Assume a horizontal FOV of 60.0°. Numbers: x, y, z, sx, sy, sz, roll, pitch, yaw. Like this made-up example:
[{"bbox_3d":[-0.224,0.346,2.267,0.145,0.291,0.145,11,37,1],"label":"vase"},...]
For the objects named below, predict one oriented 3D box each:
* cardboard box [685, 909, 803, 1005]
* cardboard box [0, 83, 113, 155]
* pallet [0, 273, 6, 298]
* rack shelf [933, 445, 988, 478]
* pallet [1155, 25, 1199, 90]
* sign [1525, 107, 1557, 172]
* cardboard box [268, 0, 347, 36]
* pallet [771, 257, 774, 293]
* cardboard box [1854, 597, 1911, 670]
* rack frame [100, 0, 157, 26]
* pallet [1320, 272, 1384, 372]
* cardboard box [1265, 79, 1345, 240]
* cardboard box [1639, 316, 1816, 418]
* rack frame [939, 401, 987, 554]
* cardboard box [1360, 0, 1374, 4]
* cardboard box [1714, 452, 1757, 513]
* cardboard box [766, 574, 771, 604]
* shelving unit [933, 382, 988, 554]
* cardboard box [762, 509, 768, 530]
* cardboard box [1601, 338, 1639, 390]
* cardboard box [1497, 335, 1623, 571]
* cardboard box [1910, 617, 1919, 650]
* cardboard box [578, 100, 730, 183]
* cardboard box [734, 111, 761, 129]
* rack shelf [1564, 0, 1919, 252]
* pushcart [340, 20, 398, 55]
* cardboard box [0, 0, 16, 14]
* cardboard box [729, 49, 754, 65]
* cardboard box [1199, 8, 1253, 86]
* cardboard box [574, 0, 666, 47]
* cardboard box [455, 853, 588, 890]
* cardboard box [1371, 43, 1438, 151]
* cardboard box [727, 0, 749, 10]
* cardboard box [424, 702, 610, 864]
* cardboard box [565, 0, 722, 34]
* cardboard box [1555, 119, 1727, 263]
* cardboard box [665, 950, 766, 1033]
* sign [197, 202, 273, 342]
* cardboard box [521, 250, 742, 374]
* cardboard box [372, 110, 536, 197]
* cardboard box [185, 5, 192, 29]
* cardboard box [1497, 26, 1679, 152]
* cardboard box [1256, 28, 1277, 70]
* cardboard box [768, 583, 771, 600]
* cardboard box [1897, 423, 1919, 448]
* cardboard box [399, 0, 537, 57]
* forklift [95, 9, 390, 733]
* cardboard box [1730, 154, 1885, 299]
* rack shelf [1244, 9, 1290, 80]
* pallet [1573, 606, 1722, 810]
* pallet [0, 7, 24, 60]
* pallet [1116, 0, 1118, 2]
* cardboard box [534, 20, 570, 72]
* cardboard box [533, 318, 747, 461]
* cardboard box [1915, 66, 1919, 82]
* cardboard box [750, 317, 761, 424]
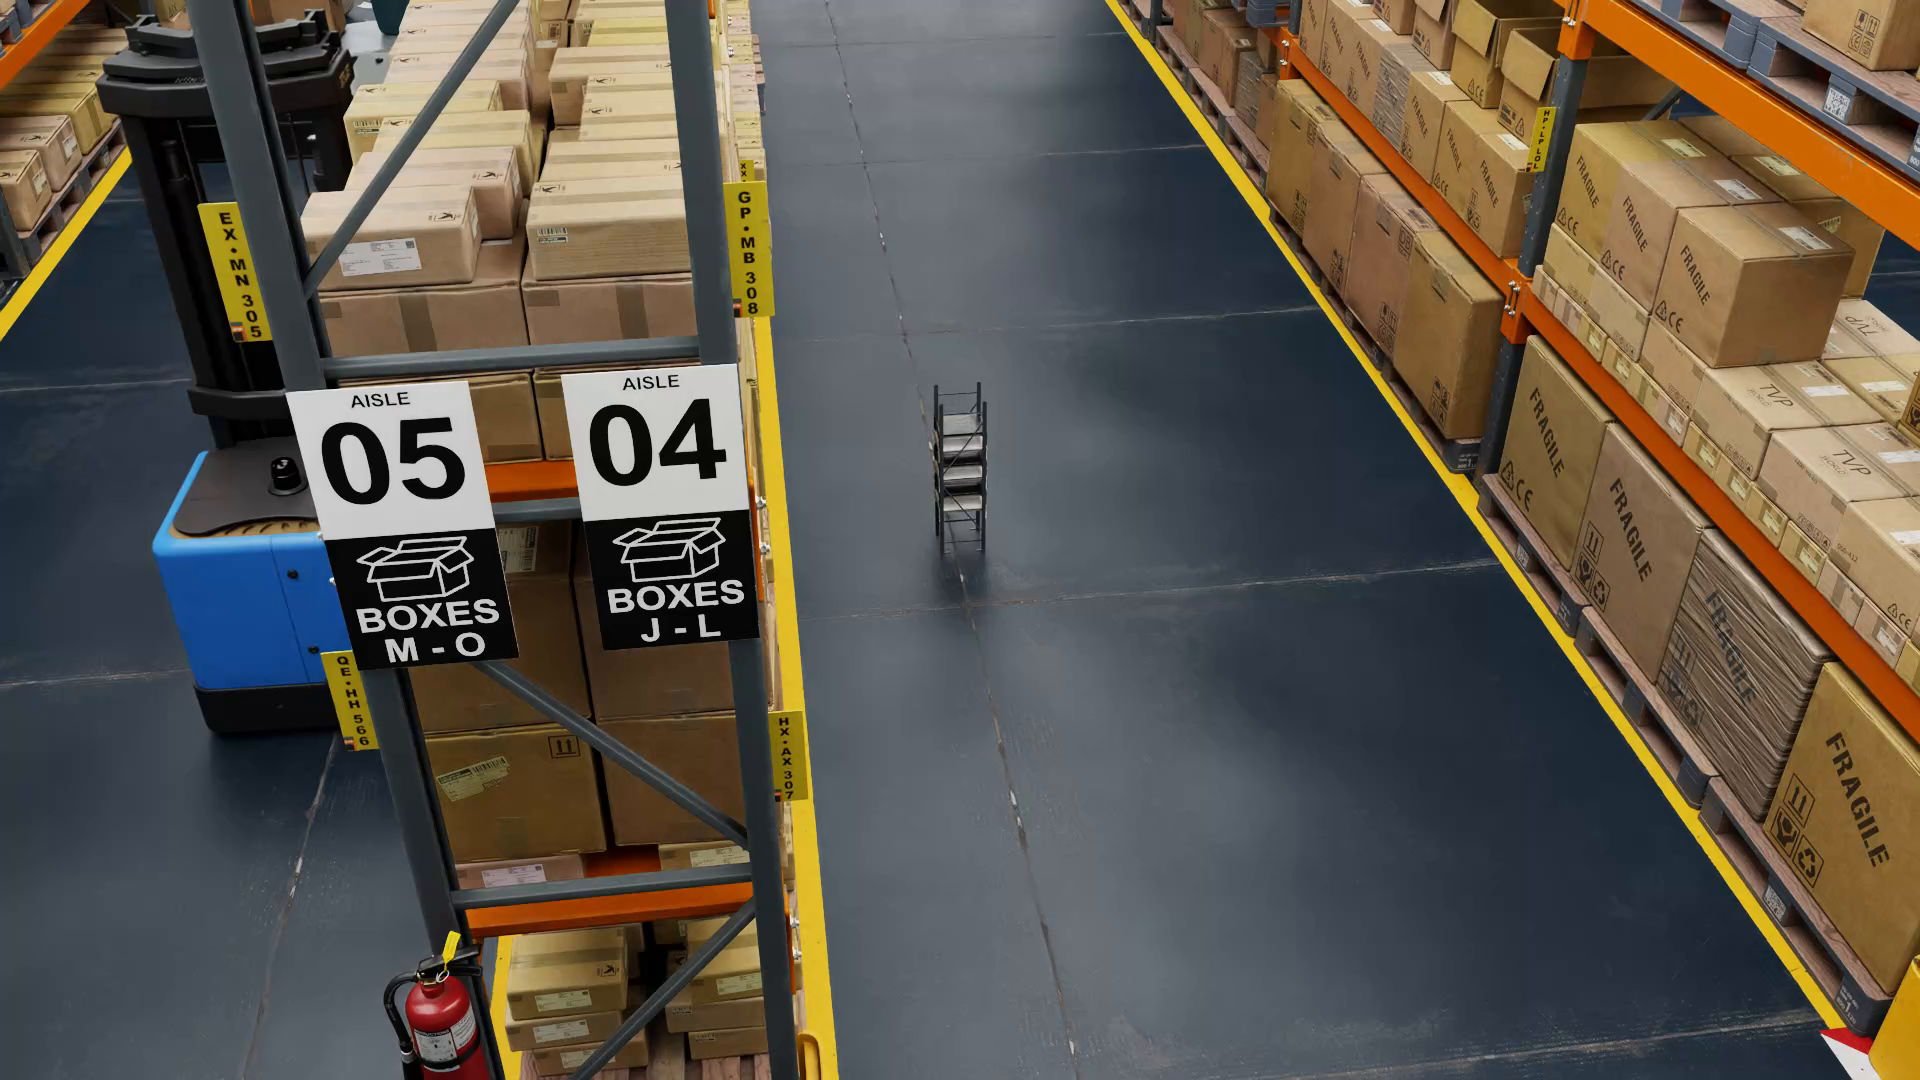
[{"bbox_3d":[-0.746,1.436,5.739,0.380,0.149,0.250,-6,35,-9],"label":"cardboard box"},{"bbox_3d":[-7.249,-3.276,12.983,0.950,0.372,0.625,-3,34,-5],"label":"cardboard box"},{"bbox_3d":[-6.948,-1.440,10.804,1.003,0.211,1.213,-4,35,-6],"label":"pallet"},{"bbox_3d":[0.001,-0.414,8.587,0.258,0.077,0.200,-4,35,-6],"label":"rack shelf"},{"bbox_3d":[2.408,-4.434,15.197,1.003,0.211,1.213,-4,35,-6],"label":"pallet"},{"bbox_3d":[2.842,-1.955,8.127,0.100,0.325,0.005,-4,35,-6],"label":"sign"},{"bbox_3d":[-5.758,-4.701,14.661,0.500,0.500,0.500,-4,35,-6],"label":"cardboard box"},{"bbox_3d":[-1.509,-1.595,8.726,1.003,0.211,1.213,-4,35,-6],"label":"pallet"},{"bbox_3d":[3.473,0.320,5.968,0.380,0.149,0.250,-4,35,-6],"label":"cardboard box"},{"bbox_3d":[-7.518,-5.270,13.948,1.000,3.000,0.127,-4,35,-6],"label":"rack frame"},{"bbox_3d":[3.032,-1.511,10.909,1.003,0.211,1.213,-4,35,-6],"label":"pallet"},{"bbox_3d":[2.912,-2.697,11.687,1.225,0.875,0.875,-6,35,-9],"label":"cardboard box"},{"bbox_3d":[3.319,-0.769,7.212,0.500,0.250,0.500,-4,34,-5],"label":"cardboard box"},{"bbox_3d":[0.015,-0.311,8.535,0.240,0.900,0.006,-4,35,-6],"label":"rack frame"},{"bbox_3d":[2.923,-3.835,10.863,0.797,0.503,0.637,-3,34,-5],"label":"cardboard box"},{"bbox_3d":[3.337,-0.247,6.801,0.380,0.149,0.250,-4,34,-5],"label":"cardboard box"},{"bbox_3d":[-1.045,0.273,7.444,0.380,0.149,0.250,-6,35,-9],"label":"cardboard box"},{"bbox_3d":[0.001,-0.367,8.619,0.258,0.900,0.210,-4,35,-6],"label":"shelving unit"},{"bbox_3d":[-1.144,-0.054,8.188,0.380,0.149,0.250,-6,35,-9],"label":"cardboard box"},{"bbox_3d":[3.197,-0.822,7.644,0.380,0.149,0.250,-5,35,-8],"label":"cardboard box"},{"bbox_3d":[3.388,-0.477,8.429,0.875,0.875,0.875,-4,35,-6],"label":"cardboard box"},{"bbox_3d":[3.588,0.365,5.549,0.500,0.250,0.500,-5,35,-7],"label":"cardboard box"},{"bbox_3d":[-0.811,-1.052,4.431,0.380,0.149,0.250,-4,35,-6],"label":"cardboard box"},{"bbox_3d":[-1.223,-2.106,8.627,0.380,0.149,0.250,-4,34,-6],"label":"cardboard box"},{"bbox_3d":[3.647,-1.382,6.219,1.077,0.370,4.000,-4,35,-6],"label":"rack shelf"},{"bbox_3d":[-5.265,-4.387,14.981,1.648,0.377,0.936,-16,38,-23],"label":"pushcart"},{"bbox_3d":[-6.852,-3.775,11.604,0.380,0.149,0.250,-4,34,-6],"label":"cardboard box"},{"bbox_3d":[-1.362,-2.679,9.468,0.380,0.149,0.250,-3,34,-5],"label":"cardboard box"},{"bbox_3d":[2.485,-4.245,14.274,0.700,0.500,0.500,-7,35,-10],"label":"cardboard box"},{"bbox_3d":[-1.010,-1.621,5.265,0.380,0.149,0.250,-3,34,-5],"label":"cardboard box"},{"bbox_3d":[-1.336,0.938,5.061,0.380,0.149,0.250,-4,35,-6],"label":"cardboard box"},{"bbox_3d":[2.845,-2.686,10.067,0.500,0.500,0.500,-4,35,-6],"label":"cardboard box"},{"bbox_3d":[-1.501,-3.259,10.320,0.380,0.149,0.250,-3,34,-5],"label":"cardboard box"},{"bbox_3d":[-1.328,0.600,4.982,0.500,0.500,0.500,-4,34,-5],"label":"cardboard box"},{"bbox_3d":[-1.103,-1.801,5.884,0.500,0.250,0.500,-3,34,-4],"label":"cardboard box"},{"bbox_3d":[3.189,-1.640,7.825,0.500,0.500,0.500,-4,35,-6],"label":"cardboard box"},{"bbox_3d":[-0.828,1.565,5.813,0.380,0.149,0.250,-3,34,-4],"label":"cardboard box"},{"bbox_3d":[-1.565,-0.579,3.615,0.100,0.325,0.005,-4,35,-6],"label":"sign"},{"bbox_3d":[-0.815,-0.659,4.208,0.500,0.250,0.500,-4,34,-6],"label":"cardboard box"},{"bbox_3d":[-1.320,-1.005,4.362,0.380,0.149,0.250,-5,35,-8],"label":"cardboard box"},{"bbox_3d":[-7.412,-4.954,15.553,0.500,0.250,0.500,-3,34,-4],"label":"cardboard box"},{"bbox_3d":[3.284,-2.368,8.710,0.797,0.503,0.637,-5,35,-8],"label":"cardboard box"},{"bbox_3d":[2.639,-3.914,13.121,0.500,0.250,0.500,-1,34,-1],"label":"cardboard box"},{"bbox_3d":[-1.108,0.254,8.000,0.380,0.149,0.250,-5,35,-8],"label":"cardboard box"},{"bbox_3d":[3.979,-0.244,6.442,0.500,0.250,0.500,-5,35,-8],"label":"cardboard box"},{"bbox_3d":[-1.533,-1.577,5.201,0.380,0.149,0.250,-5,35,-8],"label":"cardboard box"},{"bbox_3d":[-3.049,-1.158,7.975,1.130,2.935,3.031,-3,34,-5],"label":"forklift"},{"bbox_3d":[3.768,-1.411,7.489,0.500,0.500,0.500,-4,34,-6],"label":"cardboard box"},{"bbox_3d":[2.571,-4.607,13.614,1.077,0.370,4.000,-4,35,-6],"label":"rack shelf"},{"bbox_3d":[3.570,0.709,7.651,1.003,0.211,1.213,-4,35,-6],"label":"pallet"},{"bbox_3d":[-7.181,-3.348,11.298,1.213,0.211,1.003,-4,35,-6],"label":"pallet"},{"bbox_3d":[2.010,-5.923,17.382,1.003,0.211,1.213,-4,35,-6],"label":"pallet"},{"bbox_3d":[-1.519,-1.481,5.413,0.500,0.250,0.500,-6,35,-8],"label":"cardboard box"},{"bbox_3d":[-0.819,-0.452,4.348,0.500,0.250,0.500,-3,34,-5],"label":"cardboard box"},{"bbox_3d":[3.719,-1.714,5.516,0.700,0.500,0.500,-7,35,-10],"label":"cardboard box"},{"bbox_3d":[-1.004,-0.710,6.016,0.500,0.500,0.500,-5,35,-8],"label":"cardboard box"}]
